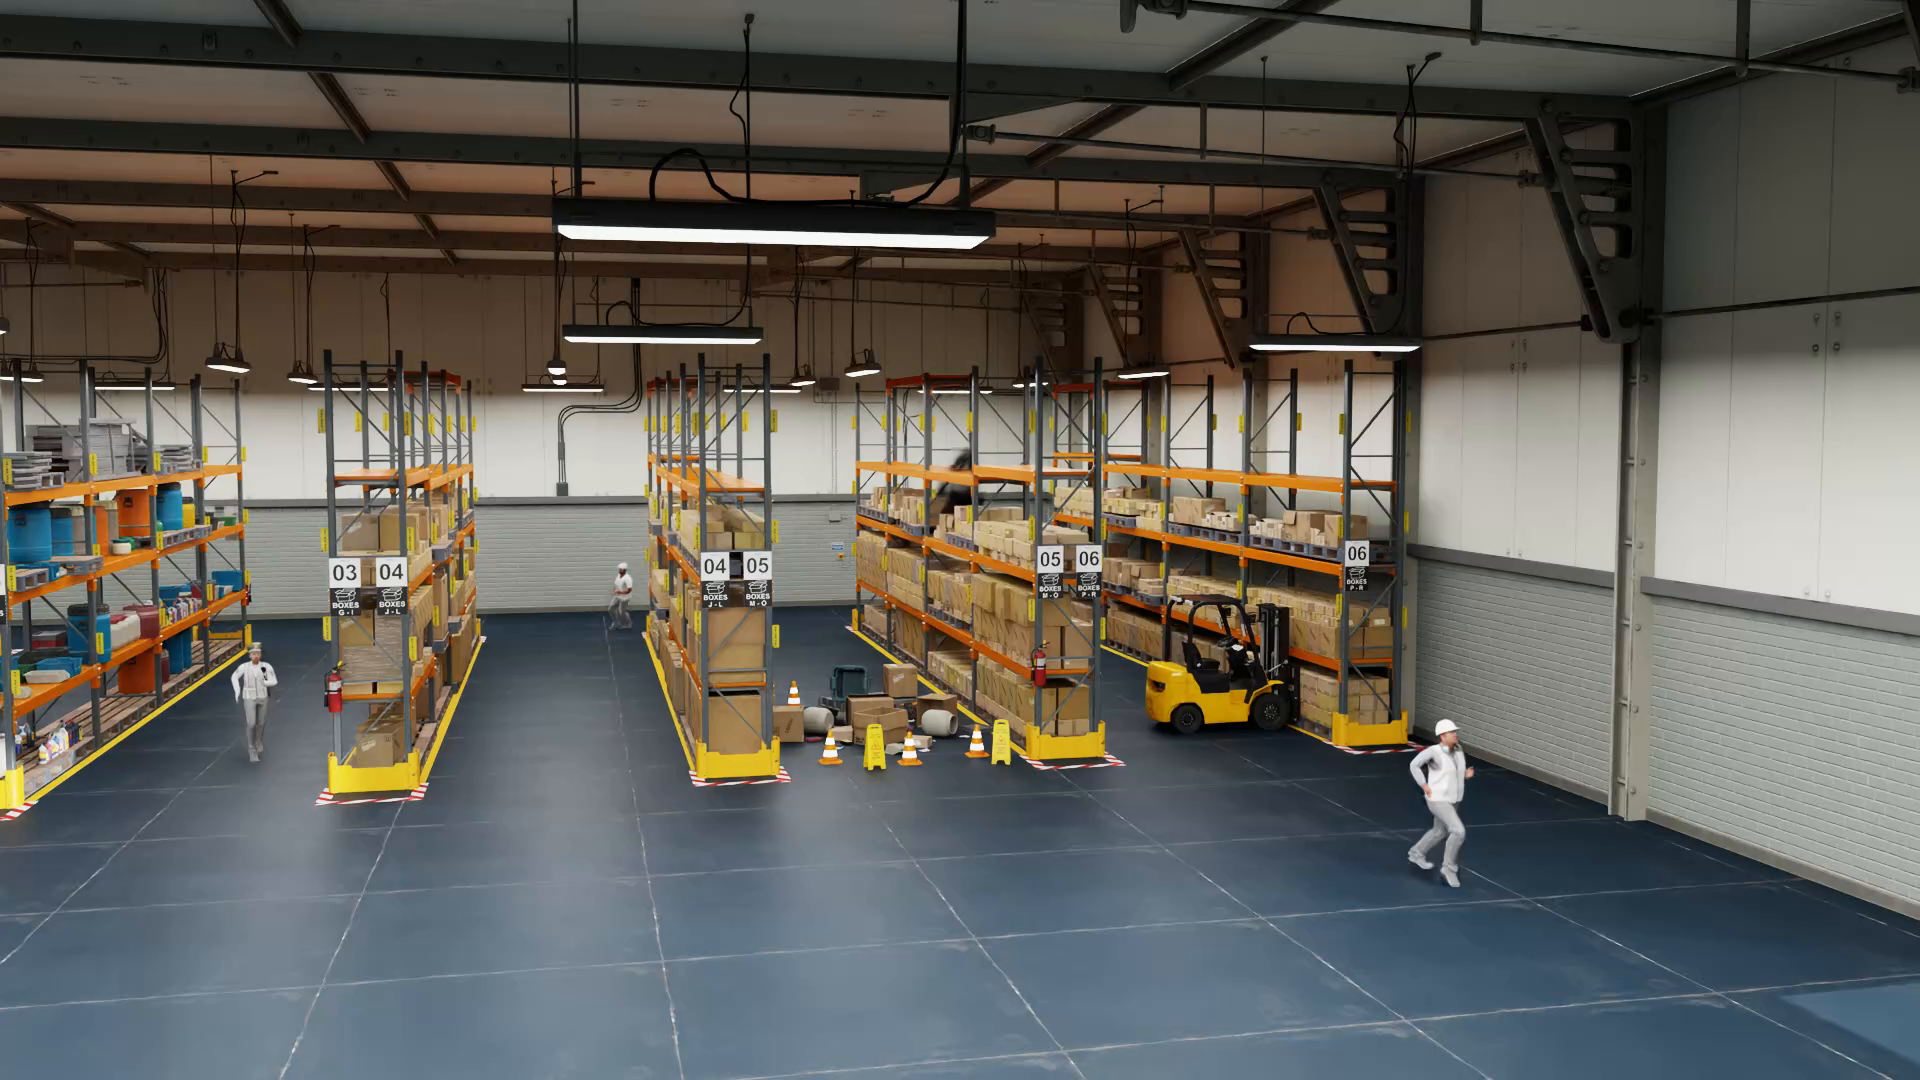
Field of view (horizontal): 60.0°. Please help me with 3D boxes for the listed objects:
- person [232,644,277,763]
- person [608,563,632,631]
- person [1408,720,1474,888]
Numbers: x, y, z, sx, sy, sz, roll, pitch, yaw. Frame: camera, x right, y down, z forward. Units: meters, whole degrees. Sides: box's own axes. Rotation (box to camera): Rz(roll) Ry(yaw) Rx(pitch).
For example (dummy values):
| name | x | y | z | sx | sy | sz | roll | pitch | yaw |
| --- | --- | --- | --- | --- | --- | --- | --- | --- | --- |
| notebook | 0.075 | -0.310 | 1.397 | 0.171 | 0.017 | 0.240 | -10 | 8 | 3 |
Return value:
| name | x | y | z | sx | sy | sz | roll | pitch | yaw |
| --- | --- | --- | --- | --- | --- | --- | --- | --- | --- |
| person | -10.550 | 2.423 | 24.913 | 0.584 | 1.753 | 0.765 | -3 | 5 | -32 |
| person | -8.113 | 1.379 | 40.093 | 0.661 | 1.688 | 0.853 | -3 | 5 | -38 |
| person | 5.281 | 2.867 | 18.271 | 0.627 | 1.818 | 0.795 | -3 | 5 | -40 |
